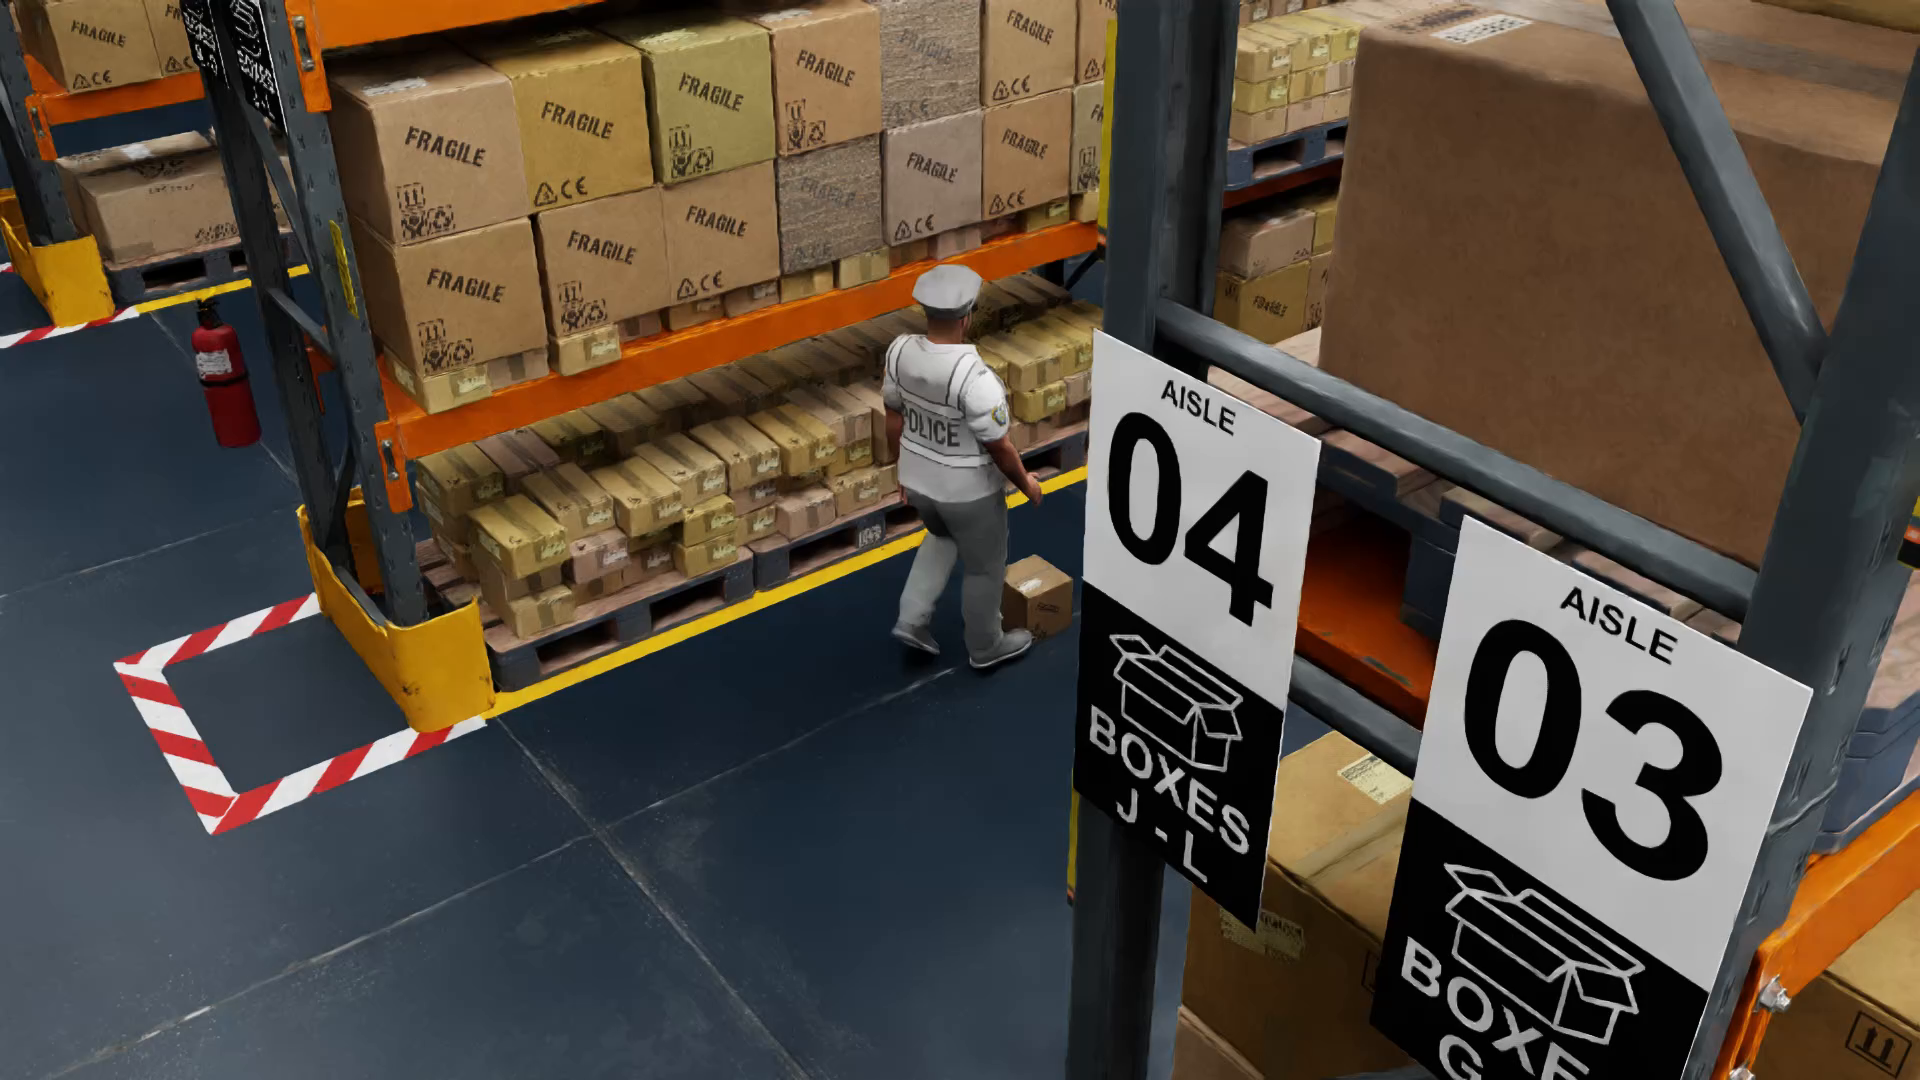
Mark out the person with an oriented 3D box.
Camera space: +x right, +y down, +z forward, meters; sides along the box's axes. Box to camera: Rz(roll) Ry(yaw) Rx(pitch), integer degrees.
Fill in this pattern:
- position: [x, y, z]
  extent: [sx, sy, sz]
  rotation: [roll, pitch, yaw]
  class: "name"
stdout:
- position: [0.023, -0.246, 6.511]
  extent: [0.568, 1.791, 0.556]
  rotation: [26, 40, 35]
  class: "person"
